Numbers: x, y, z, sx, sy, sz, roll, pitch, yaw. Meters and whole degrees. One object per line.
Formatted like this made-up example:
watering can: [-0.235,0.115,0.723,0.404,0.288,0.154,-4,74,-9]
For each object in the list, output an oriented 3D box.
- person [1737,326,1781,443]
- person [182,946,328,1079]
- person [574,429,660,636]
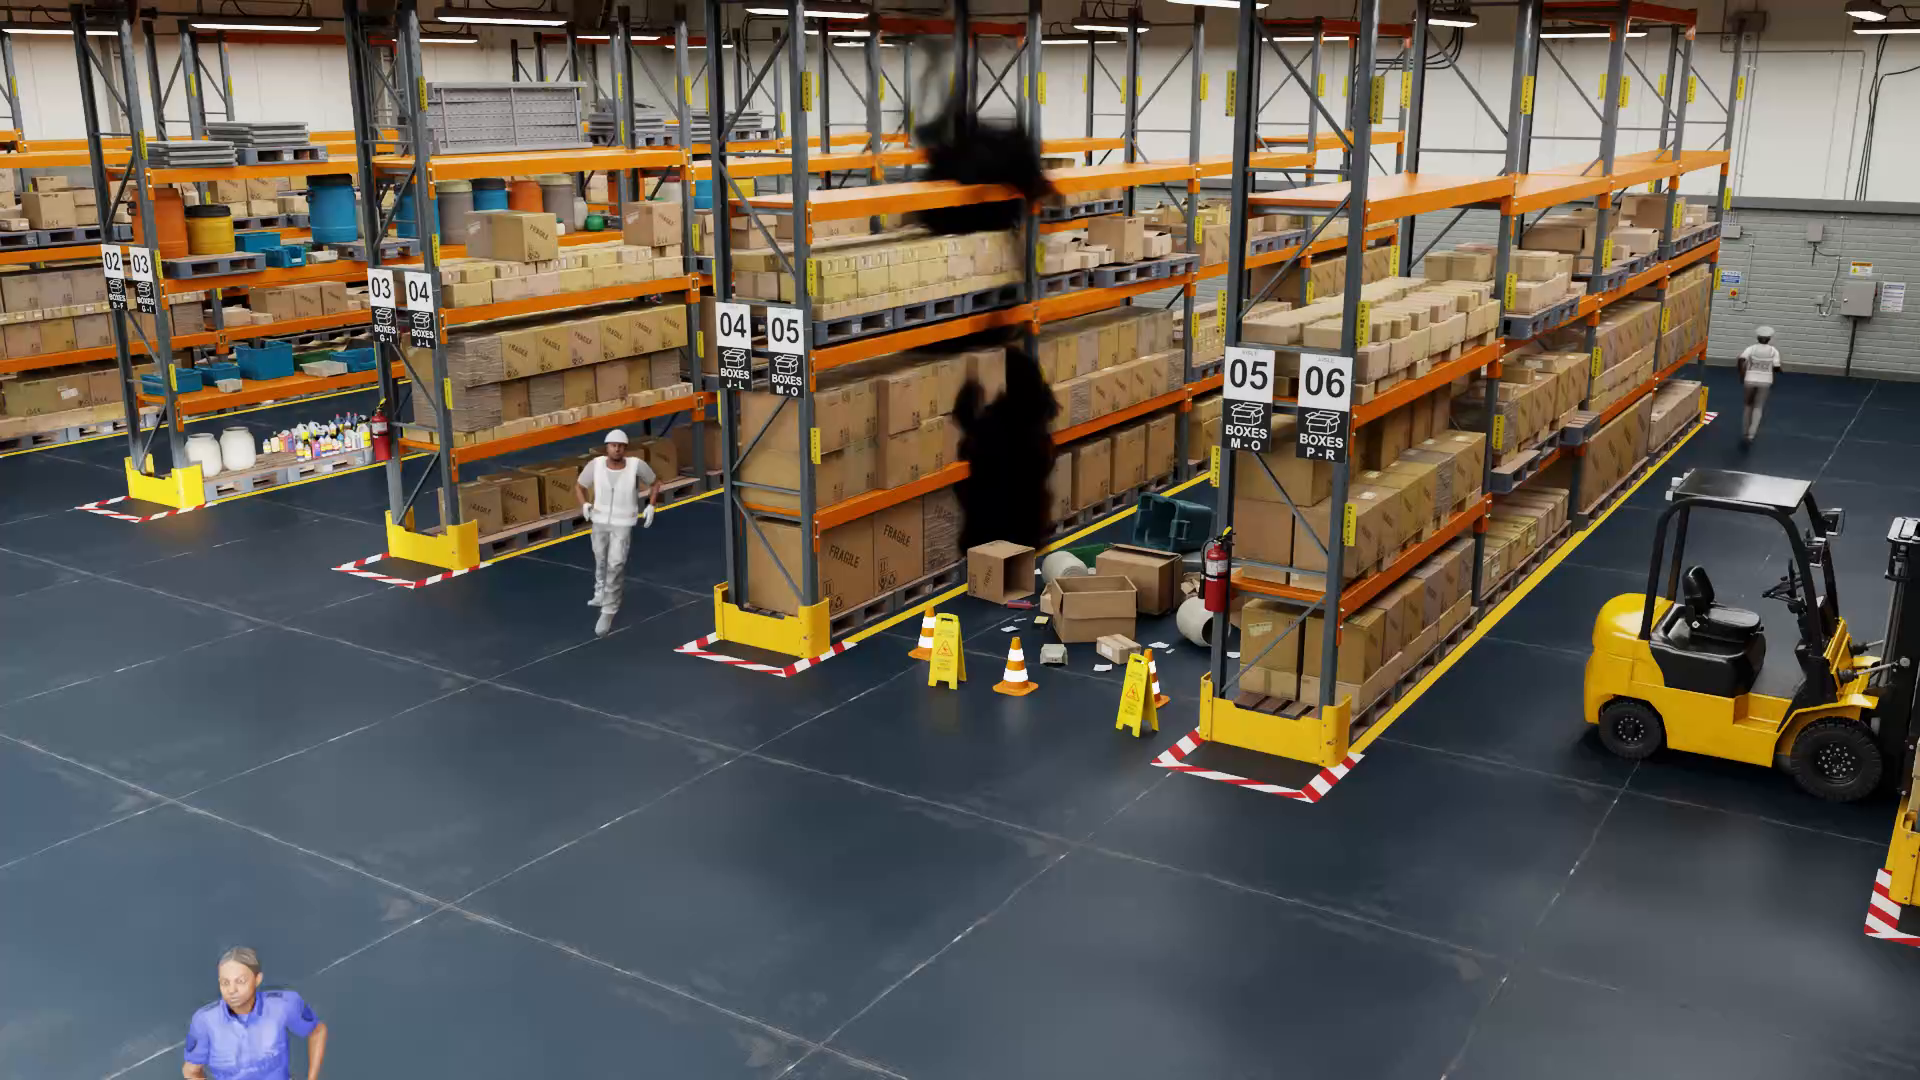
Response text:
person: [11.505,-2.201,24.011,0.564,1.743,0.764,9,18,30]
person: [-3.046,2.495,7.276,0.586,1.648,0.757,-5,16,-18]
person: [-3.176,-0.099,15.364,0.741,1.877,0.661,1,16,4]
